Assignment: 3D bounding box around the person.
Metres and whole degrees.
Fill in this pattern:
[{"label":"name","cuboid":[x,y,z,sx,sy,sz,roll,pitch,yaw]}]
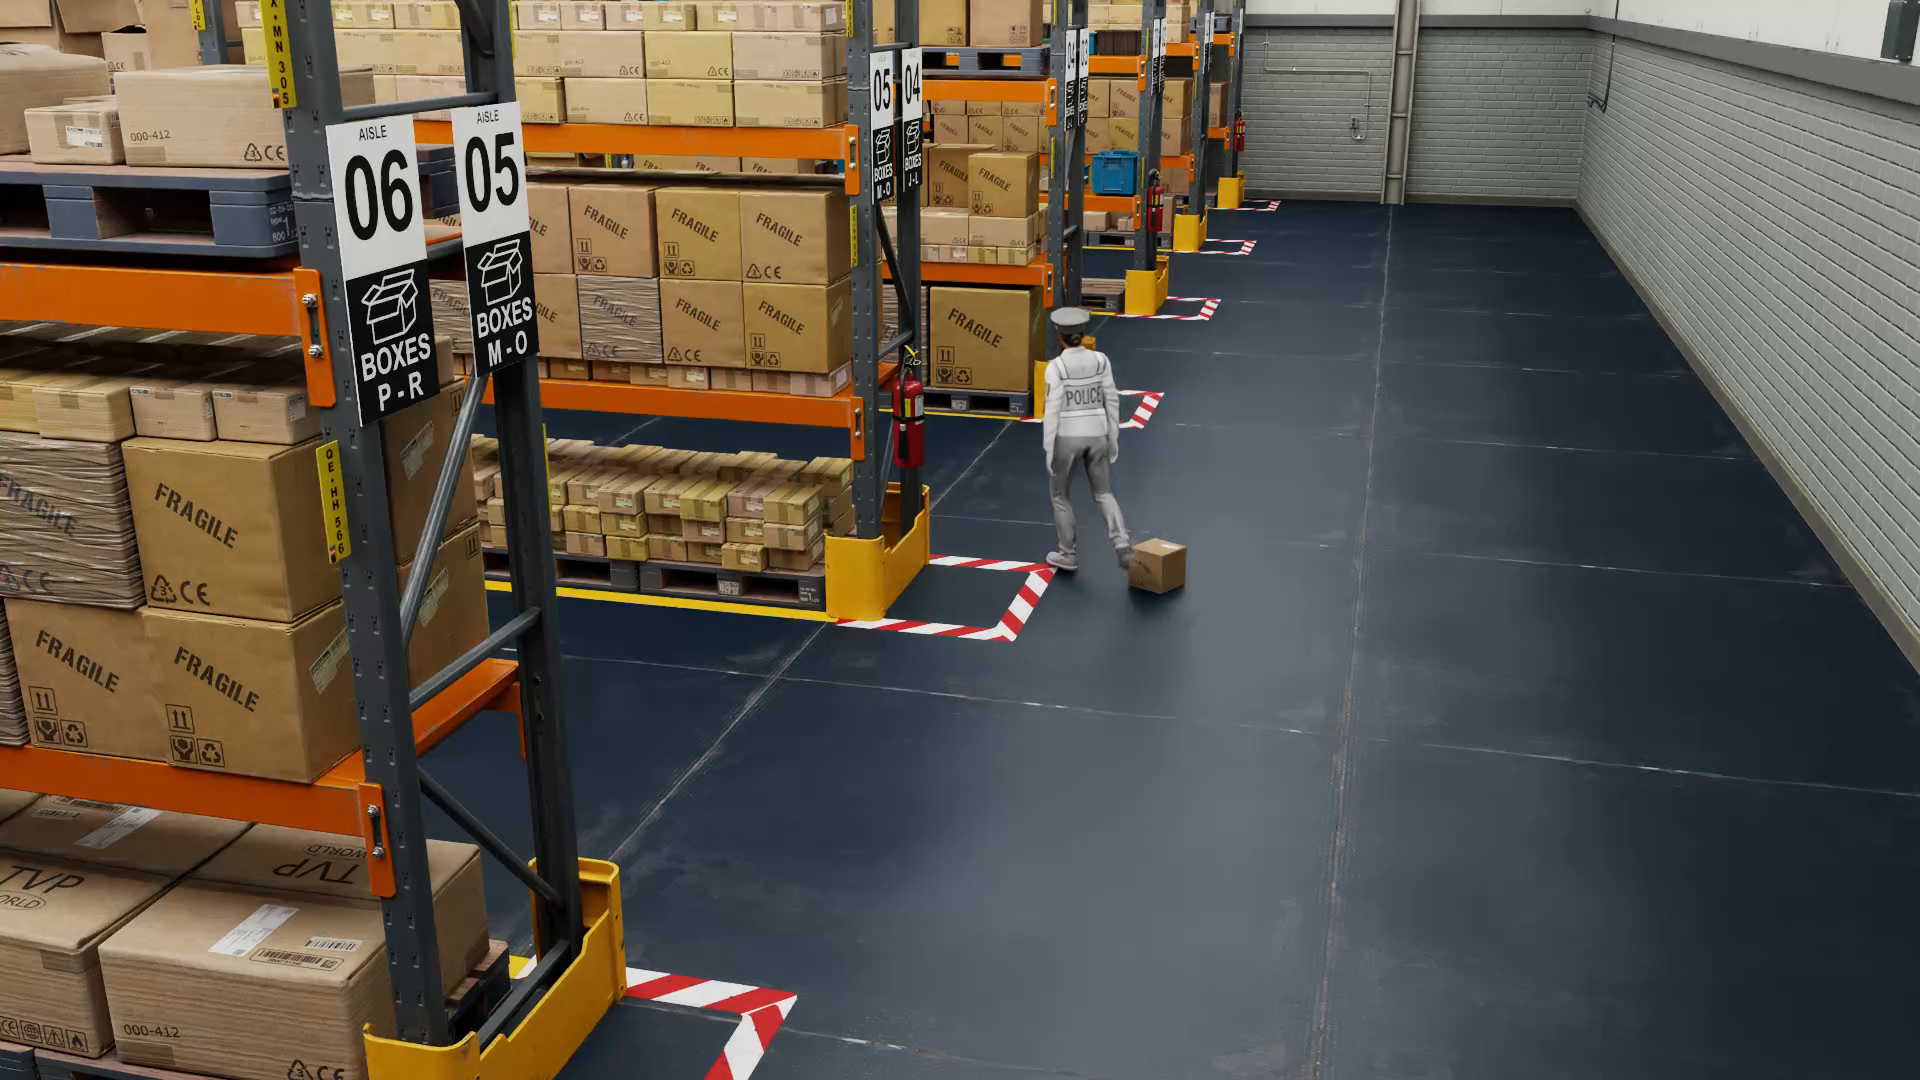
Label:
[{"label":"person","cuboid":[0.792,-0.567,10.236,0.518,1.647,0.671,-7,20,-21]}]
